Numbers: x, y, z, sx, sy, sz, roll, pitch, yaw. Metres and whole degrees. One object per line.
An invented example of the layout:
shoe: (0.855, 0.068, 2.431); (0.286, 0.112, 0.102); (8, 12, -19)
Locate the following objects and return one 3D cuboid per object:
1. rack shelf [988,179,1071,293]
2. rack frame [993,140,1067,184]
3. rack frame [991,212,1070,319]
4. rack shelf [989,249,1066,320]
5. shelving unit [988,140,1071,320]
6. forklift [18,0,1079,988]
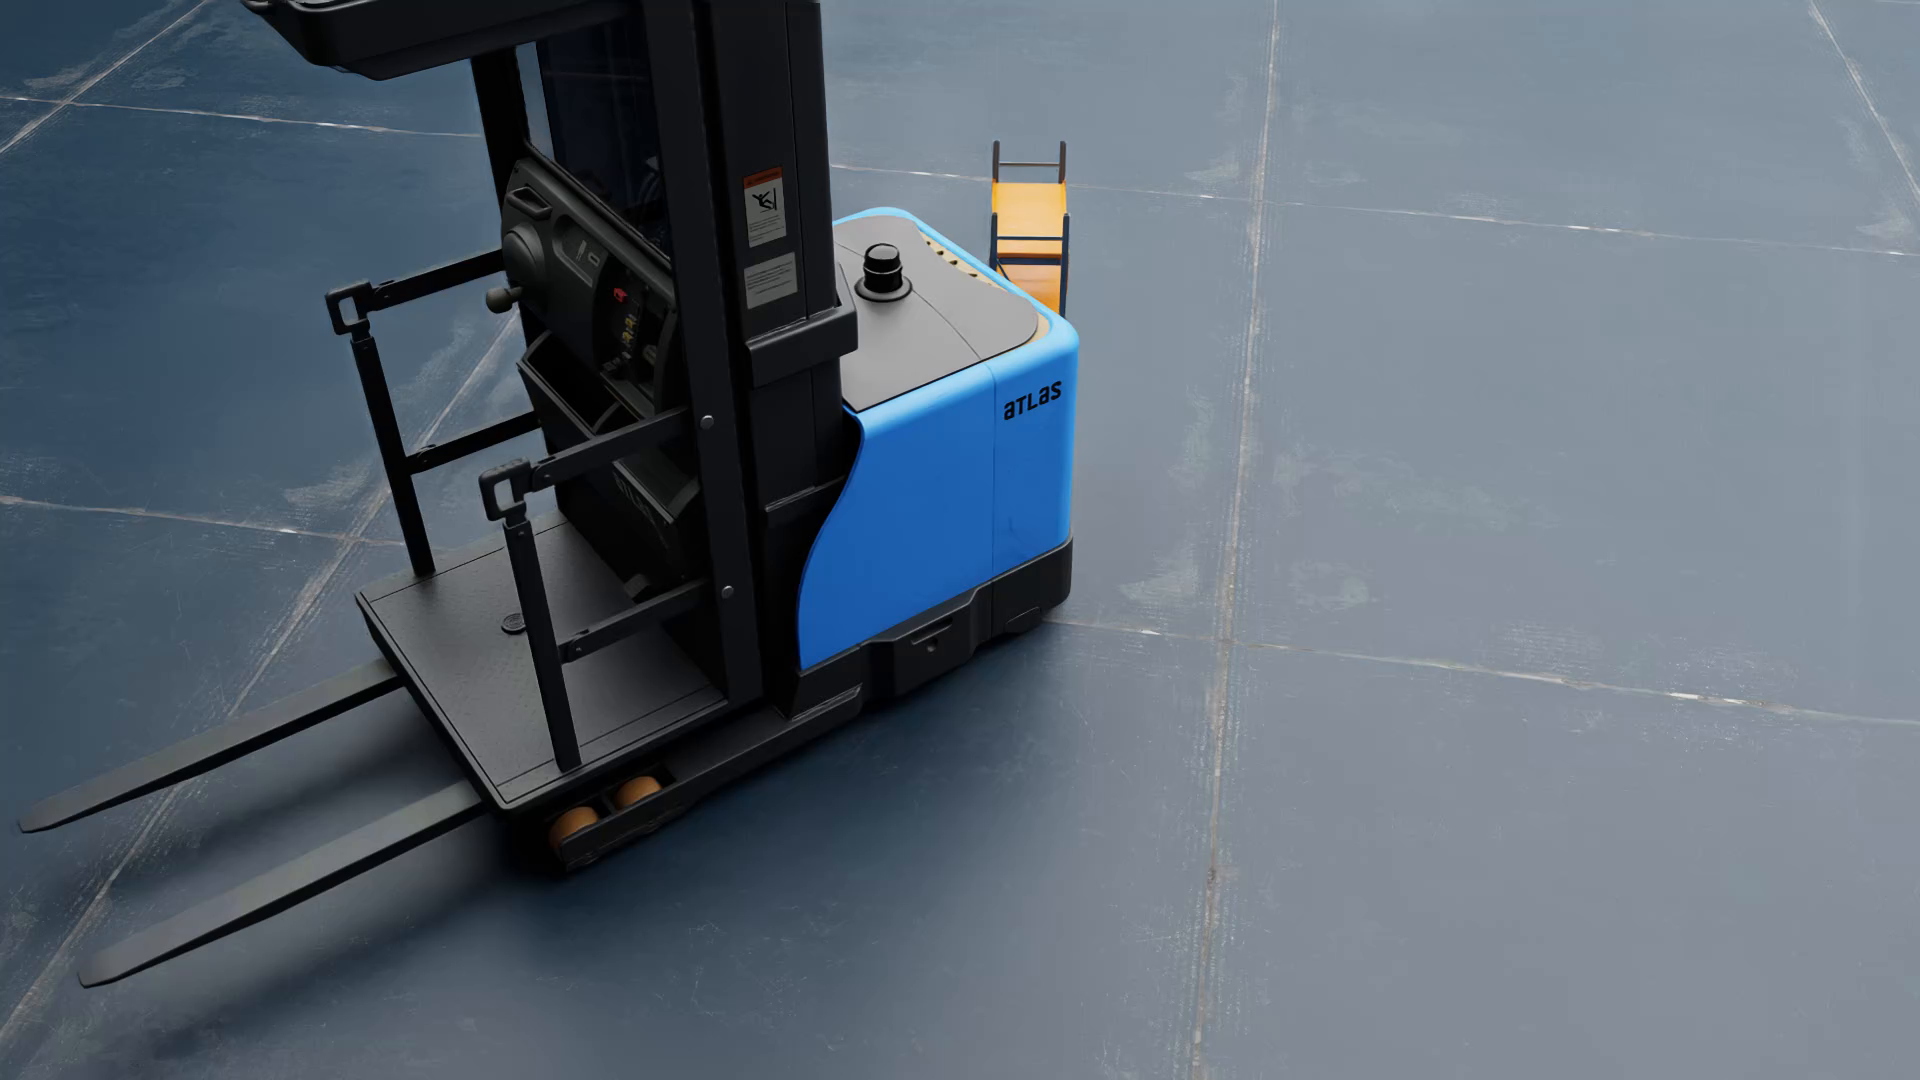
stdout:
rack shelf: (0.222, -0.990, 5.389); (0.258, 0.148, 0.480); (1, 40, 1)
rack frame: (0.229, -0.842, 5.827); (0.240, 1.200, 0.015); (1, 40, 1)
rack frame: (0.215, -0.531, 5.451); (0.240, 1.200, 0.015); (1, 40, 1)
rack shelf: (0.222, -0.807, 5.539); (0.258, 0.148, 0.480); (1, 40, 1)
shelving unit: (0.222, -0.687, 5.639); (0.258, 1.200, 0.503); (1, 40, 1)
forklift: (-1.126, -0.603, 4.179); (3.031, 2.935, 1.130); (-25, 46, -27)
